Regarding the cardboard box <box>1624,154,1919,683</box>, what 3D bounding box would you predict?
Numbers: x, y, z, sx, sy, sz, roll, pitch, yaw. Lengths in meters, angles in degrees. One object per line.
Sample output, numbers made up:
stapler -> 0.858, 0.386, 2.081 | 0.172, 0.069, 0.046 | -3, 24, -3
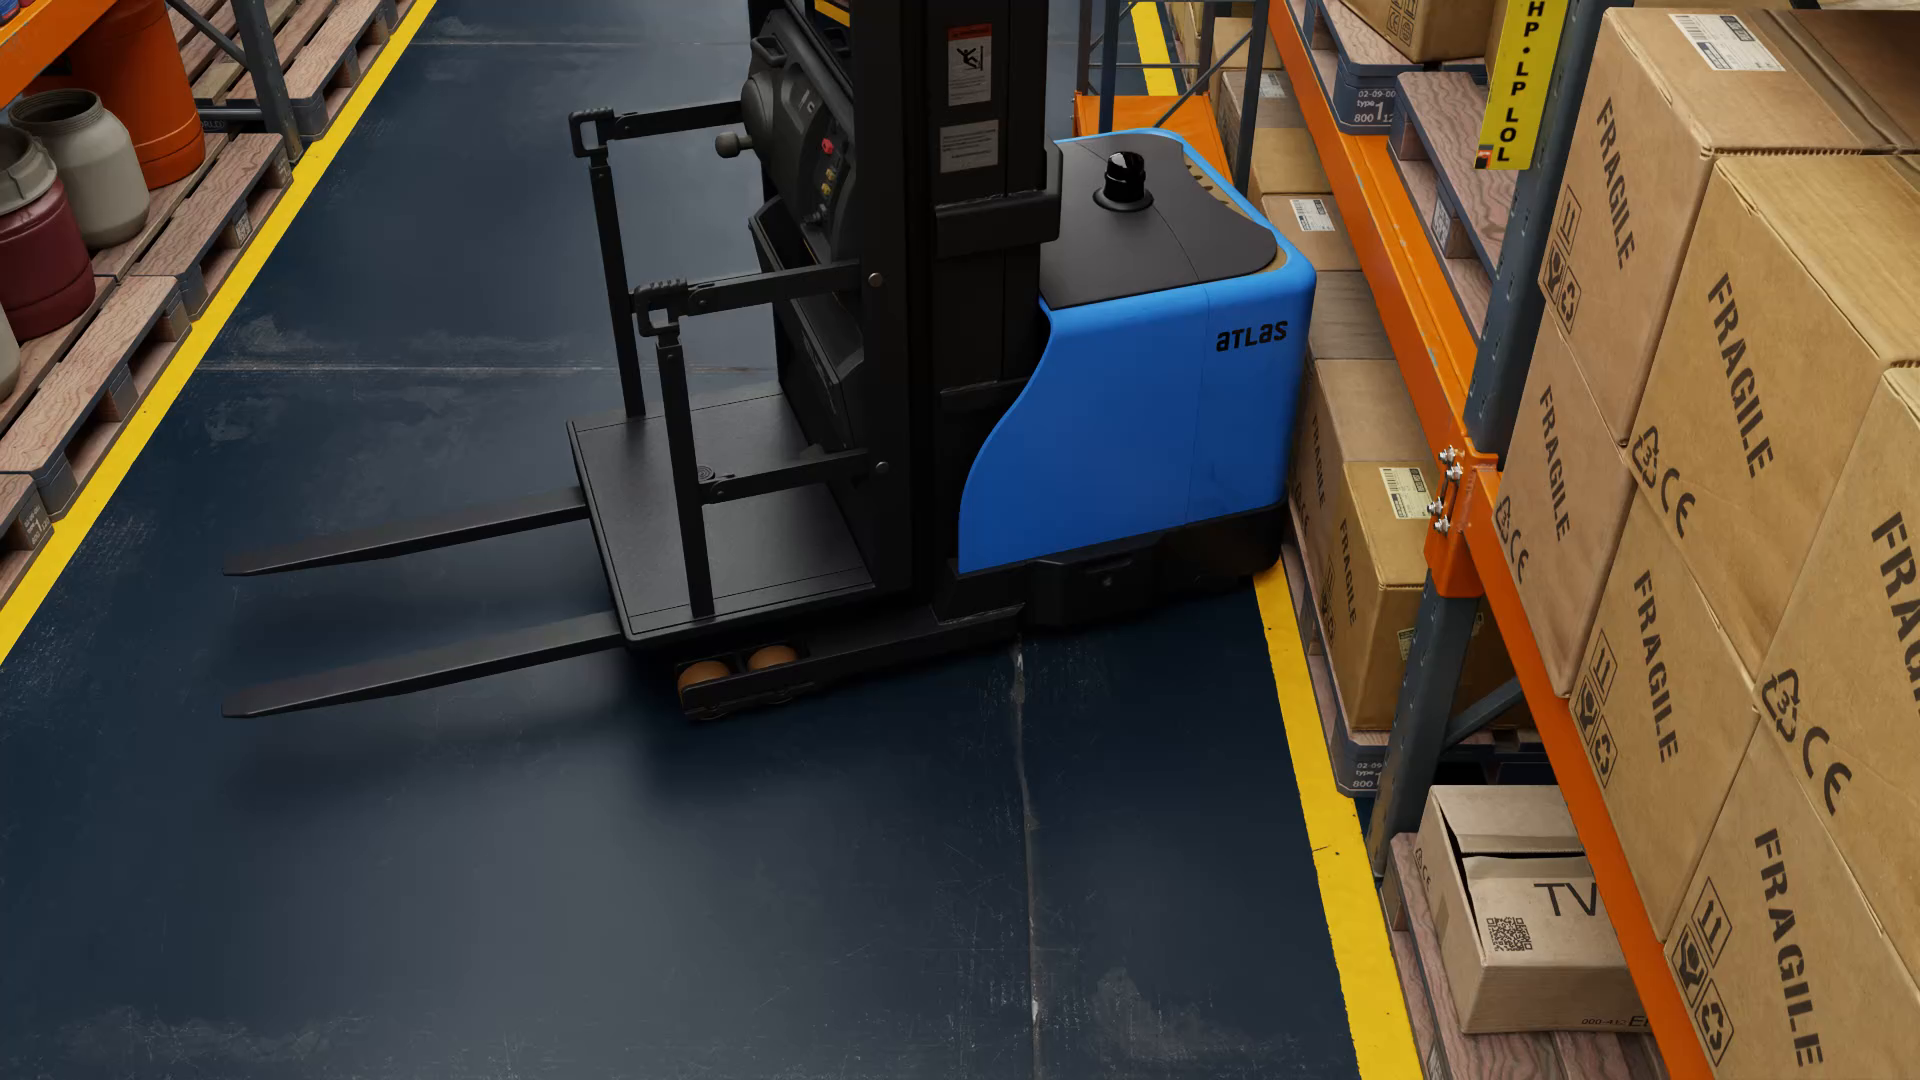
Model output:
cardboard box -> 1.261, -0.165, 2.178 | 0.500, 0.500, 0.500 | -1, 39, -1

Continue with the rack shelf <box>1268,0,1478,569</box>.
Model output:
rack shelf -> 1.538, -1.324, 5.078 | 1.077, 0.370, 4.000 | 0, 39, 0

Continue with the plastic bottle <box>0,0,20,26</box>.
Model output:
plastic bottle -> -3.030, -1.768, 5.097 | 0.144, 0.351, 0.185 | 0, 39, 0

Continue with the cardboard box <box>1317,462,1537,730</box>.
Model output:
cardboard box -> 1.254, 0.142, 4.322 | 0.500, 0.500, 0.500 | 0, 39, 0

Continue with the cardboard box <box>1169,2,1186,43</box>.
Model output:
cardboard box -> 1.287, -2.597, 7.955 | 0.500, 0.250, 0.500 | 0, 39, -1

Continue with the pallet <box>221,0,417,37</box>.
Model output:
pallet -> -3.378, -3.011, 8.839 | 1.003, 0.211, 1.213 | 0, 39, 0

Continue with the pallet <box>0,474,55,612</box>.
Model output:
pallet -> -3.372, 0.253, 4.765 | 1.003, 0.211, 1.213 | 0, 39, 0

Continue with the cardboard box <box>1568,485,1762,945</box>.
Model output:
cardboard box -> 1.273, 0.246, 2.464 | 0.500, 0.500, 0.500 | 1, 39, 1

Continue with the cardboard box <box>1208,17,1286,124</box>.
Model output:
cardboard box -> 1.251, -1.767, 6.703 | 0.500, 0.500, 0.500 | 2, 39, 2

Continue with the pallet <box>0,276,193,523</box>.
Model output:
pallet -> -3.376, -0.512, 5.720 | 1.003, 0.211, 1.213 | 0, 39, 0

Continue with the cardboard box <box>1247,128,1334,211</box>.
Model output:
cardboard box -> 1.253, -1.125, 5.903 | 0.500, 0.500, 0.500 | -1, 39, -1

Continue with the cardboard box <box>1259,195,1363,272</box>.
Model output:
cardboard box -> 1.258, -0.799, 5.496 | 0.500, 0.500, 0.500 | -1, 39, -2

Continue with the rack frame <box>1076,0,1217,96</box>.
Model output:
rack frame -> 0.693, -1.787, 6.280 | 0.500, 1.500, 0.032 | 0, 39, 0

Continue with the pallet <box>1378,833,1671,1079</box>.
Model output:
pallet -> 1.541, 1.164, 3.629 | 1.003, 0.211, 1.213 | 0, 39, 0

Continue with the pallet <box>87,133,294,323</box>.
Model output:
pallet -> -3.375, -1.273, 6.669 | 1.003, 0.211, 1.213 | 0, 39, 0

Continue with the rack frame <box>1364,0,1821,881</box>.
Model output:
rack frame -> 1.541, -0.354, 3.293 | 1.000, 3.000, 0.127 | 0, 39, 0

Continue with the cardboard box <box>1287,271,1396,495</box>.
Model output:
cardboard box -> 1.261, -0.481, 5.099 | 0.500, 0.500, 0.500 | 0, 39, 1

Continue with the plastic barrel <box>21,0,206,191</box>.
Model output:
plastic barrel -> -3.400, -1.865, 6.578 | 0.600, 0.830, 0.708 | 0, 39, 0

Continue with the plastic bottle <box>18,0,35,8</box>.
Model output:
plastic bottle -> -2.989, -1.841, 5.242 | 0.061, 0.283, 0.133 | 0, 39, 0

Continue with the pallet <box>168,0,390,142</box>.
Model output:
pallet -> -3.379, -2.250, 7.889 | 1.003, 0.211, 1.213 | 0, 39, 0

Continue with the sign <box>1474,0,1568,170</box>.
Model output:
sign -> 0.986, -0.803, 2.927 | 0.100, 0.325, 0.005 | 0, 39, 0

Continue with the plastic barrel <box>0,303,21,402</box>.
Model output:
plastic barrel -> -3.308, -0.682, 5.356 | 0.421, 0.512, 0.421 | 0, 39, 0

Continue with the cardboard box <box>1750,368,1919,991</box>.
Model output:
cardboard box -> 1.261, 0.156, 1.777 | 0.500, 0.500, 0.500 | -1, 39, -1

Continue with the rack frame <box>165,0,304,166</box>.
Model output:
rack frame -> -3.417, -2.854, 6.413 | 1.000, 3.000, 0.127 | 0, 39, 0

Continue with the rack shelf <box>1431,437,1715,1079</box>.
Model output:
rack shelf -> 1.543, 1.178, 1.957 | 1.077, 0.370, 4.000 | 0, 39, 0

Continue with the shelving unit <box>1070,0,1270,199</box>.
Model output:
shelving unit -> 0.695, -1.463, 5.876 | 0.587, 1.500, 1.083 | 0, 39, 0

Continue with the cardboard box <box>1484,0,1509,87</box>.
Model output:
cardboard box -> 1.700, -1.283, 4.037 | 0.700, 0.500, 0.500 | 6, 39, 7

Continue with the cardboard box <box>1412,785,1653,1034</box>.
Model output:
cardboard box -> 1.325, 0.786, 3.668 | 0.500, 0.311, 0.500 | 0, 39, 0

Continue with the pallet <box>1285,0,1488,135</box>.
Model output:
pallet -> 1.543, -1.564, 4.957 | 1.003, 0.211, 1.213 | 0, 39, 0

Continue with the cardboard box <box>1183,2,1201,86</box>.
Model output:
cardboard box -> 1.292, -2.275, 7.553 | 0.500, 0.250, 0.500 | 1, 39, 1

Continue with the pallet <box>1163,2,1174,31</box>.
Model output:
pallet -> 1.576, -3.043, 8.878 | 1.003, 0.211, 1.213 | 0, 39, 0

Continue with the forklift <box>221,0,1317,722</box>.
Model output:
forklift -> -0.595, -1.016, 4.174 | 3.031, 2.935, 1.130 | -12, 40, -15

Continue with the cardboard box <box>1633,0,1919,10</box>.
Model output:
cardboard box -> 1.764, -0.853, 3.500 | 0.700, 0.500, 0.500 | -13, 40, -15

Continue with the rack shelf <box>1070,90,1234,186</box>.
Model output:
rack shelf -> 0.695, -1.328, 5.996 | 0.538, 0.185, 1.000 | 0, 39, 0

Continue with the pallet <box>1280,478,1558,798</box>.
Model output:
pallet -> 1.502, 0.226, 4.799 | 1.003, 0.211, 1.213 | 0, 39, 0

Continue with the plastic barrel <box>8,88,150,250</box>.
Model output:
plastic barrel -> -3.310, -1.388, 6.237 | 0.421, 0.512, 0.421 | 0, 39, 0

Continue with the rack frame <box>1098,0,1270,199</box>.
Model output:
rack frame -> 0.696, -1.151, 5.487 | 0.500, 1.500, 0.032 | 0, 39, 0

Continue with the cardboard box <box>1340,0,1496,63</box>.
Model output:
cardboard box -> 1.477, -1.661, 4.509 | 0.700, 0.500, 0.500 | -9, 40, -11

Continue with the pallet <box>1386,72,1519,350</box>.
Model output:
pallet -> 1.649, -0.779, 3.976 | 1.003, 0.211, 1.213 | 0, 39, 0

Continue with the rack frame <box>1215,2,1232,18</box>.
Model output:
rack frame -> 1.536, -2.855, 6.414 | 1.000, 3.000, 0.127 | 0, 39, 0

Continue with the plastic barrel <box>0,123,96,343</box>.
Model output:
plastic barrel -> -3.398, -1.065, 5.772 | 0.600, 0.588, 0.708 | 0, 39, 0

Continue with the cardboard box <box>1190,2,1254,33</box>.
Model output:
cardboard box -> 1.289, -2.492, 7.376 | 0.500, 0.311, 0.500 | 1, 39, 1

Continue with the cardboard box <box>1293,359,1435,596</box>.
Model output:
cardboard box -> 1.261, -0.167, 4.707 | 0.500, 0.500, 0.500 | 0, 39, 0

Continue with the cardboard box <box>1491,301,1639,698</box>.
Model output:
cardboard box -> 1.269, -0.074, 2.863 | 0.500, 0.500, 0.500 | 1, 39, 1

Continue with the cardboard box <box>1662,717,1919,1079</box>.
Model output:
cardboard box -> 1.271, 0.559, 2.074 | 0.500, 0.500, 0.500 | 0, 39, 0

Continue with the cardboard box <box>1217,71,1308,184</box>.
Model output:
cardboard box -> 1.257, -1.439, 6.294 | 0.500, 0.500, 0.500 | -1, 39, -2

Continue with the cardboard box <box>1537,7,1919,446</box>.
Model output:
cardboard box -> 1.260, -0.488, 2.581 | 0.500, 0.500, 0.500 | 1, 39, 1

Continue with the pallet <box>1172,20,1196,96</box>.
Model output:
pallet -> 1.574, -2.282, 7.929 | 1.003, 0.211, 1.213 | 0, 39, 0
